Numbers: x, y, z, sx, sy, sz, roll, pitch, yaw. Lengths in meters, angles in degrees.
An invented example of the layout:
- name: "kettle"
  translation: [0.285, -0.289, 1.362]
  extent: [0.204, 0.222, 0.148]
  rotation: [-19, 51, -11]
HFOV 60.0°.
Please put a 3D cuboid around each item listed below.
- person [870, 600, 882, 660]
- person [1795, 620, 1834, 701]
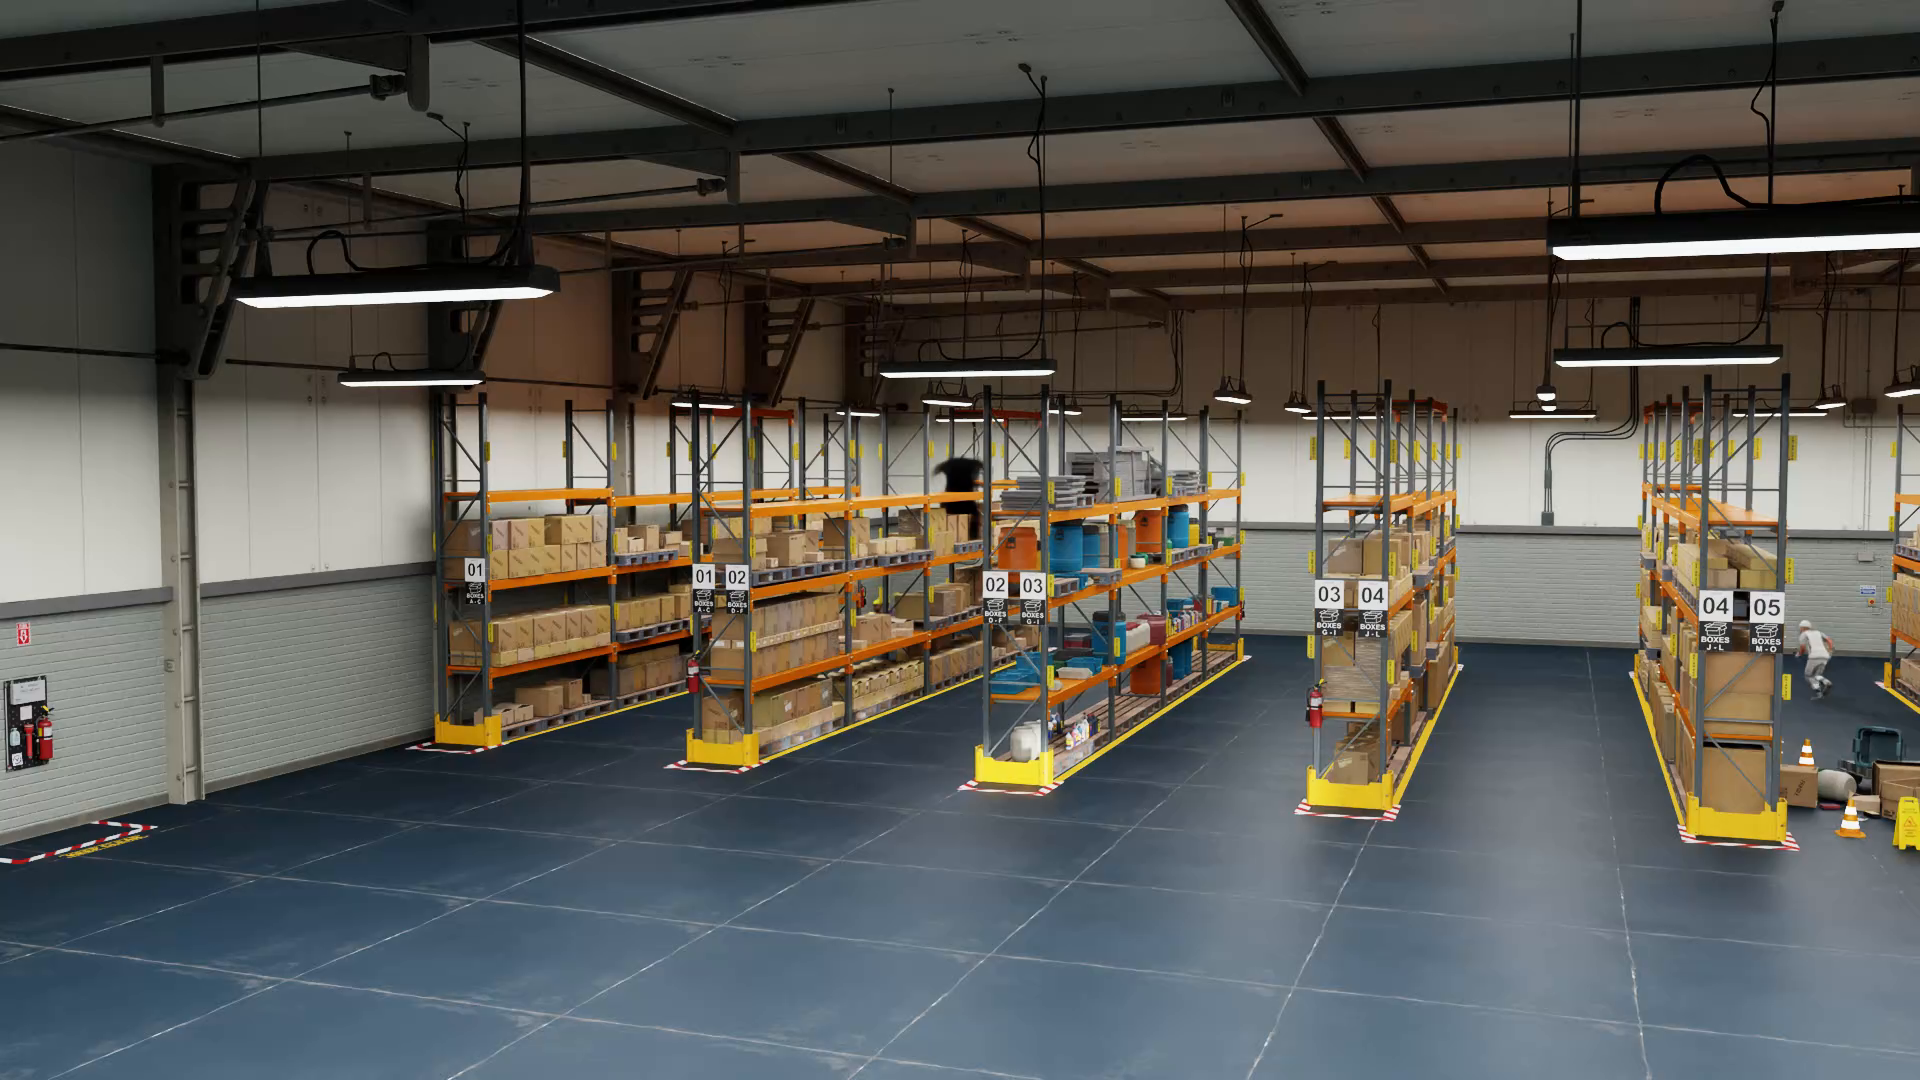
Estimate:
- name: "person"
  translation: [-1.819, 2.184, 36.926]
  extent: [0.696, 1.729, 0.789]
  rotation: [1, 3, 12]
- name: "person"
  translation: [17.281, 2.433, 33.536]
  extent: [0.689, 1.583, 0.909]
  rotation: [-1, 3, -15]
